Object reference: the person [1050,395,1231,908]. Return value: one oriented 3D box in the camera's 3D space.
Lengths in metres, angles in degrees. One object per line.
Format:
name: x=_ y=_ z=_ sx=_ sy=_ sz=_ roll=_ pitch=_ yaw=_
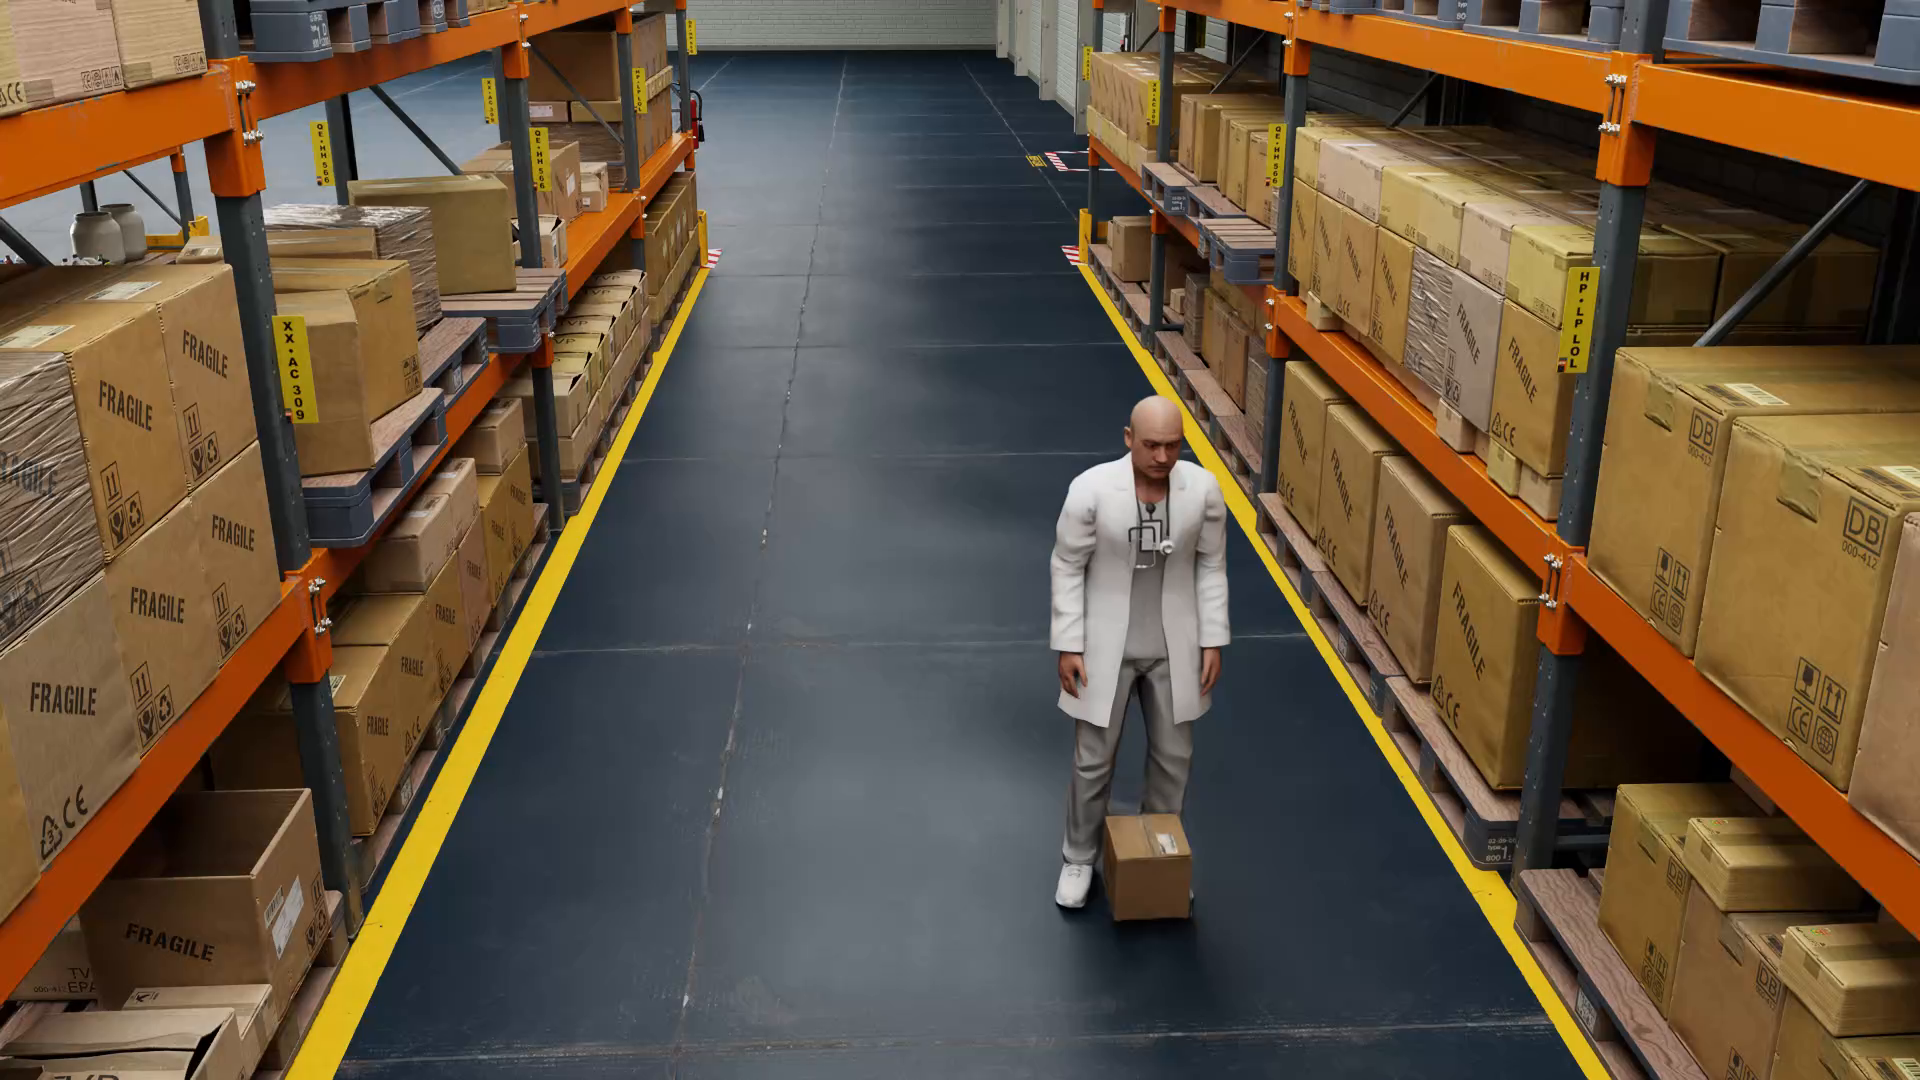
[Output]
person: x=0.602 y=0.369 z=5.587 sx=0.612 sy=1.775 sz=0.426 roll=-2 pitch=20 yaw=-5
